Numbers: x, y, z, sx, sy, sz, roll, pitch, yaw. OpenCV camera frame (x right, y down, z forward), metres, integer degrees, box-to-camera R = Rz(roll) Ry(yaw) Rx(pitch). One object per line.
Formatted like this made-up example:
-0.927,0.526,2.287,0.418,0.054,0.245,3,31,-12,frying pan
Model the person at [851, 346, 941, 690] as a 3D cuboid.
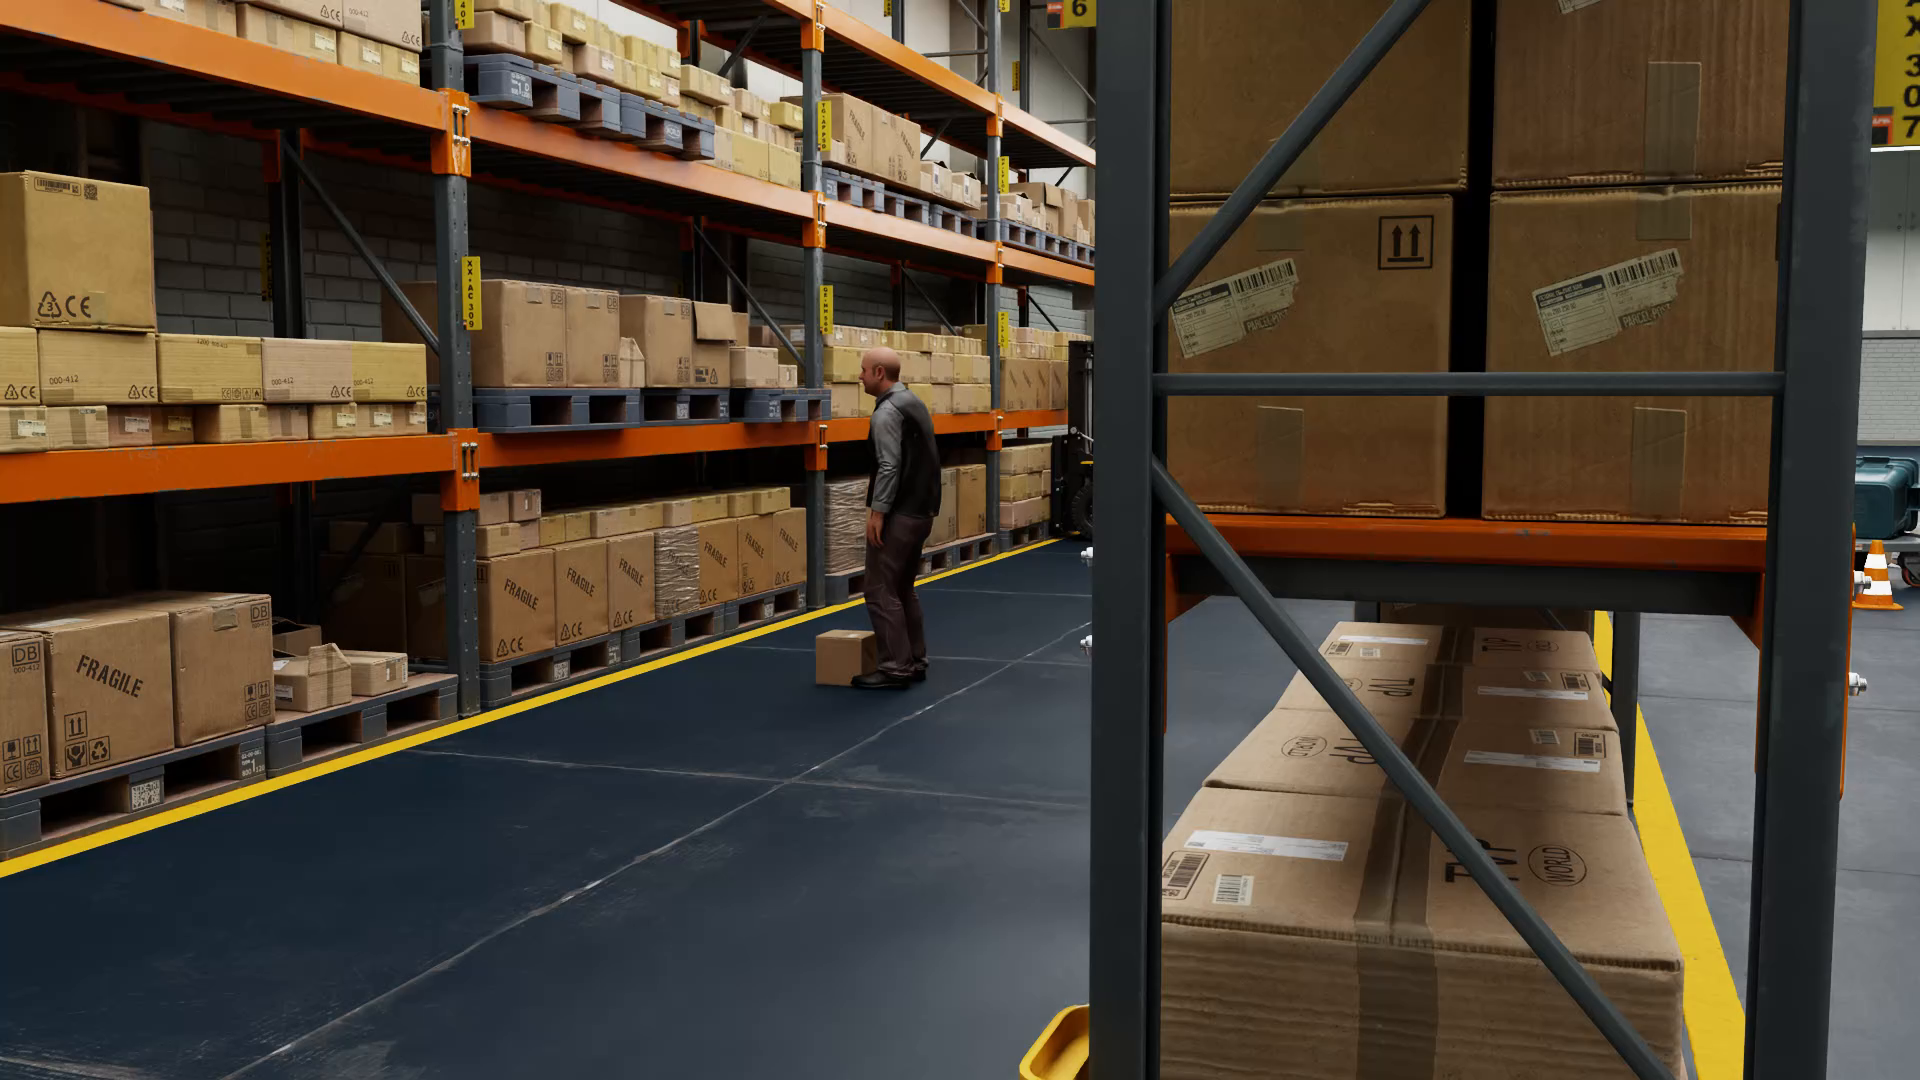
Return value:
-0.313,-0.116,8.414,0.426,1.720,0.585,1,5,15,person
